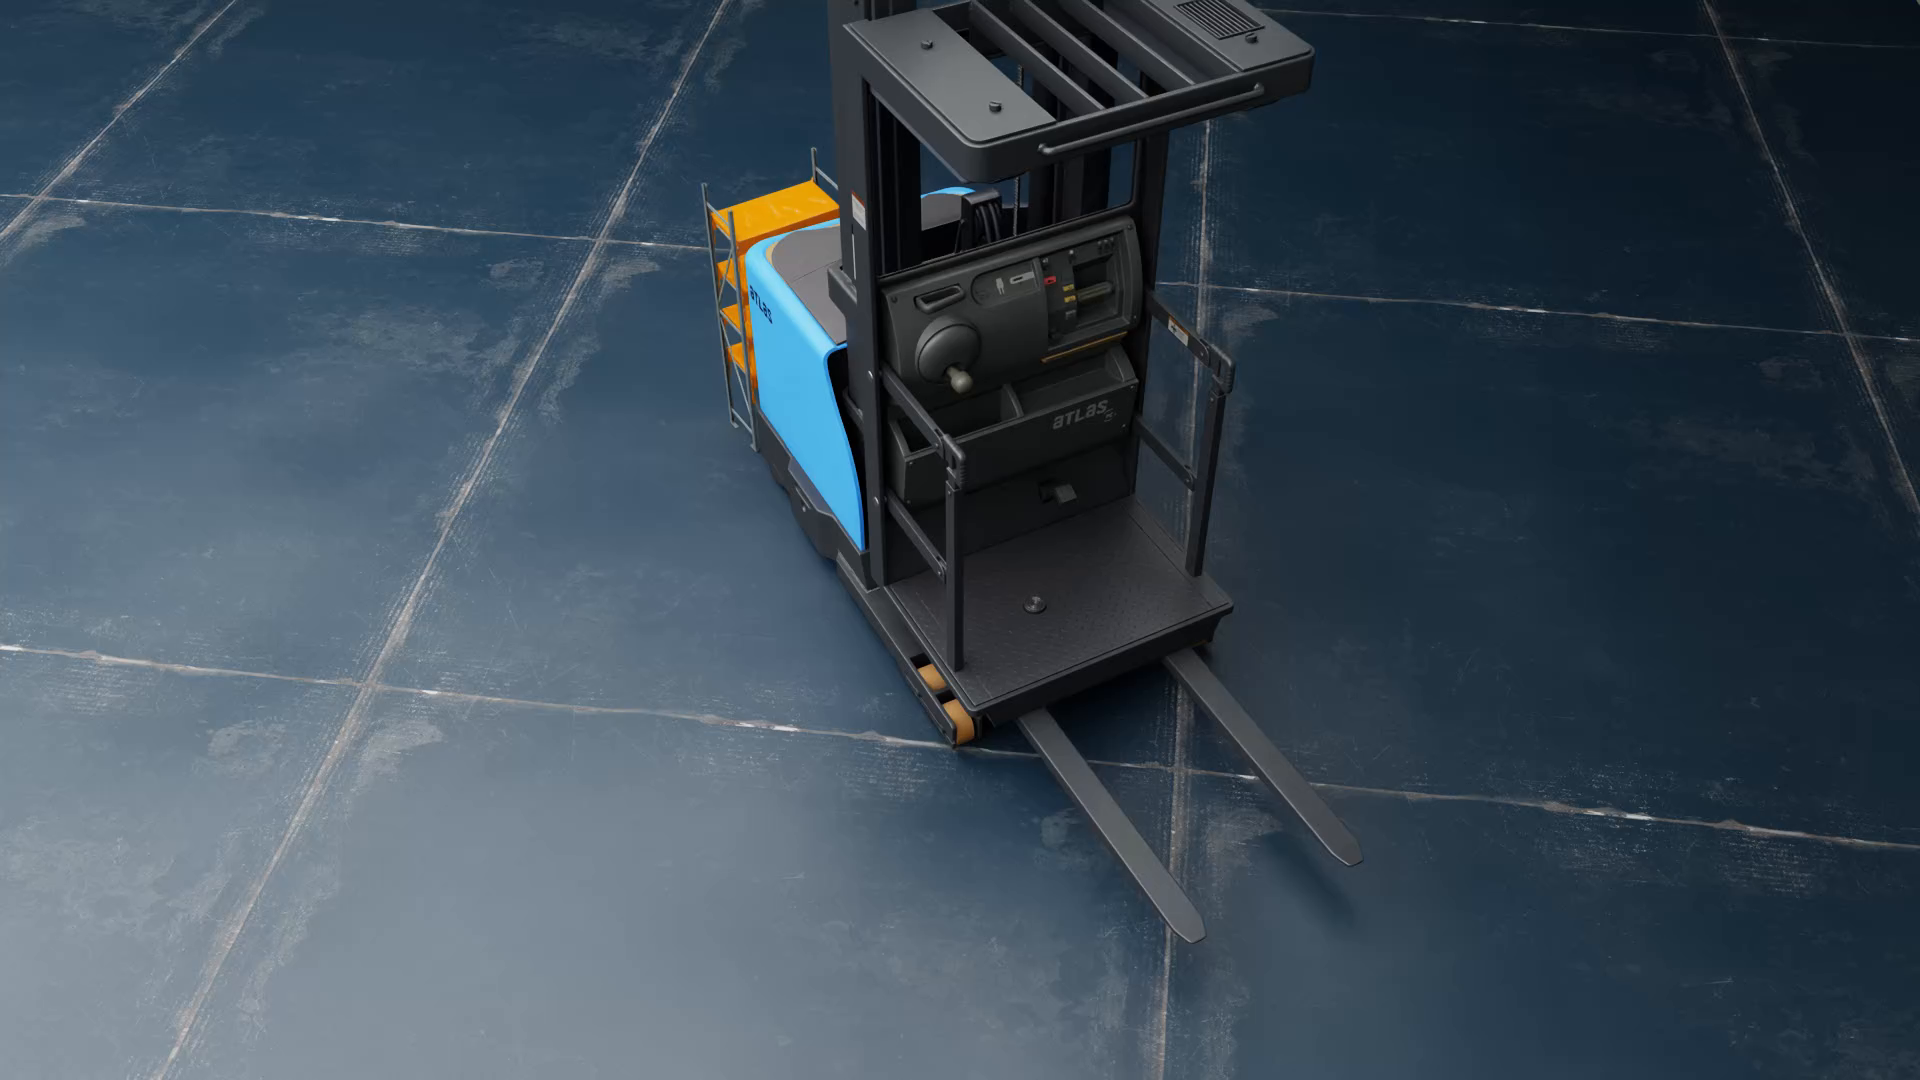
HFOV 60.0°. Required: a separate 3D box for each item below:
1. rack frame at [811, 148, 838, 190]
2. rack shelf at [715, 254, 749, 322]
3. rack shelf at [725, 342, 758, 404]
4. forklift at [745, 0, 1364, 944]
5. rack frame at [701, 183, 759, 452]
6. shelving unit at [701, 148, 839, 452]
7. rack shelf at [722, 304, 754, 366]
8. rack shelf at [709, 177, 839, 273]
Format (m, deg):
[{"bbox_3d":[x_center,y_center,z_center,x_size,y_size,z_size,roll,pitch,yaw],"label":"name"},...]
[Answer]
[{"bbox_3d":[-0.525,-1.066,7.004,0.015,1.200,0.240,-24,48,-23],"label":"rack frame"},{"bbox_3d":[-0.730,-1.089,6.800,0.480,0.148,0.258,-24,48,-23],"label":"rack shelf"},{"bbox_3d":[-0.730,-0.782,7.090,0.480,0.148,0.258,-24,48,-23],"label":"rack shelf"},{"bbox_3d":[0.293,-0.686,5.343,1.130,2.935,3.031,-20,47,-20],"label":"forklift"},{"bbox_3d":[-0.935,-0.885,6.811,0.015,1.200,0.240,-24,48,-23],"label":"rack frame"},{"bbox_3d":[-0.730,-0.976,6.908,0.503,1.200,0.258,-24,48,-23],"label":"shelving unit"},{"bbox_3d":[-0.730,-0.927,6.954,0.480,0.148,0.258,-24,48,-23],"label":"rack shelf"},{"bbox_3d":[-0.730,-1.261,6.637,0.480,0.148,0.258,-24,48,-23],"label":"rack shelf"}]
